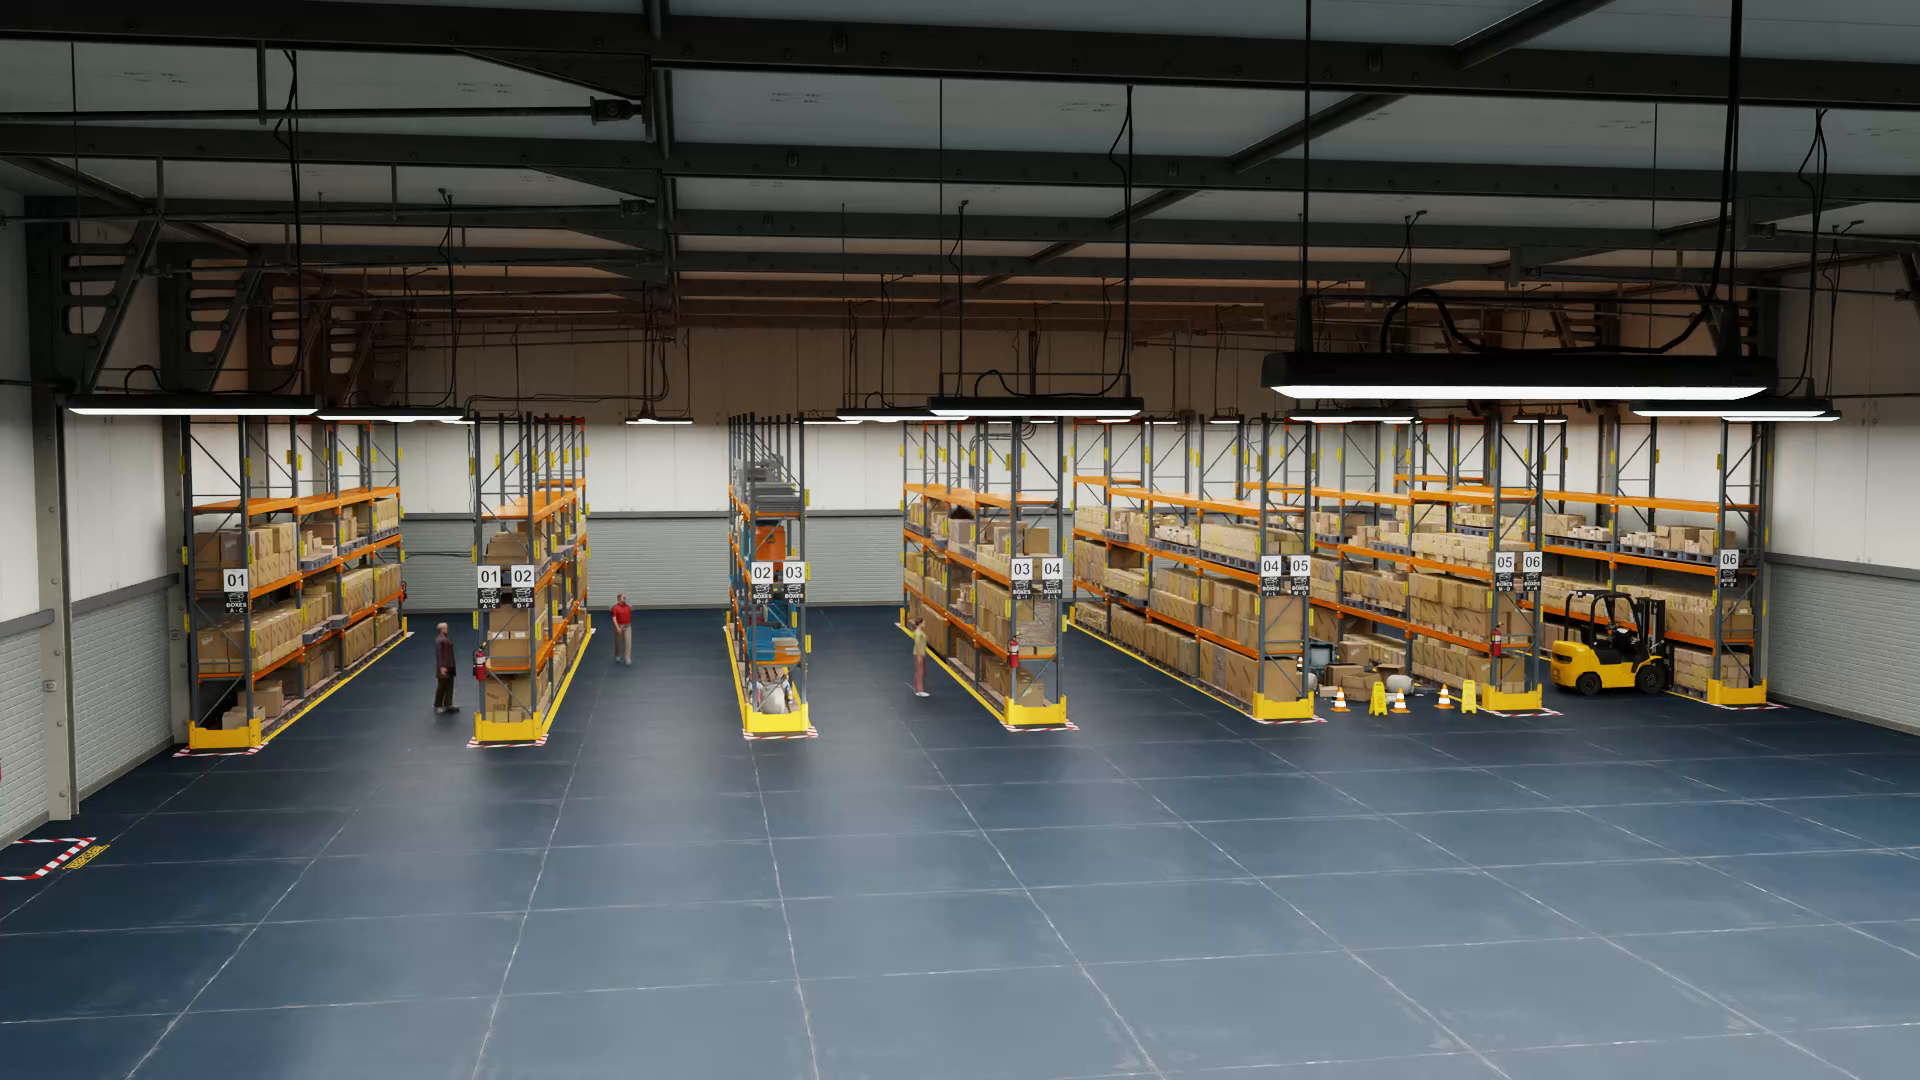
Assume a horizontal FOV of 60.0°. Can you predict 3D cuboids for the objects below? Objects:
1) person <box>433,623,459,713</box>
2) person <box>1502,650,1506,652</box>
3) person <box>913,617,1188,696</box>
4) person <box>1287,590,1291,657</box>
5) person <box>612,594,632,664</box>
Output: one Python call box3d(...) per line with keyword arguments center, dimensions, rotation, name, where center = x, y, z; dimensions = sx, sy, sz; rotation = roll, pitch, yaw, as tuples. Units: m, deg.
box3d(center=(-10.364, 2.570, 33.548), dimensions=(0.446, 1.809, 0.646), rotation=(1, 4, 17), name="person")
box3d(center=(12.368, 2.301, 37.901), dimensions=(0.390, 1.686, 0.515), rotation=(3, 5, 41), name="person")
box3d(center=(2.100, 2.334, 38.135), dimensions=(6.205, 1.748, 5.854), rotation=(0, 4, 1), name="person")
box3d(center=(7.843, 2.092, 40.430), dimensions=(0.586, 1.783, 0.574), rotation=(3, 5, 38), name="person")
box3d(center=(-8.162, 2.148, 40.126), dimensions=(0.475, 1.675, 1.019), rotation=(-1, 4, -14), name="person")
